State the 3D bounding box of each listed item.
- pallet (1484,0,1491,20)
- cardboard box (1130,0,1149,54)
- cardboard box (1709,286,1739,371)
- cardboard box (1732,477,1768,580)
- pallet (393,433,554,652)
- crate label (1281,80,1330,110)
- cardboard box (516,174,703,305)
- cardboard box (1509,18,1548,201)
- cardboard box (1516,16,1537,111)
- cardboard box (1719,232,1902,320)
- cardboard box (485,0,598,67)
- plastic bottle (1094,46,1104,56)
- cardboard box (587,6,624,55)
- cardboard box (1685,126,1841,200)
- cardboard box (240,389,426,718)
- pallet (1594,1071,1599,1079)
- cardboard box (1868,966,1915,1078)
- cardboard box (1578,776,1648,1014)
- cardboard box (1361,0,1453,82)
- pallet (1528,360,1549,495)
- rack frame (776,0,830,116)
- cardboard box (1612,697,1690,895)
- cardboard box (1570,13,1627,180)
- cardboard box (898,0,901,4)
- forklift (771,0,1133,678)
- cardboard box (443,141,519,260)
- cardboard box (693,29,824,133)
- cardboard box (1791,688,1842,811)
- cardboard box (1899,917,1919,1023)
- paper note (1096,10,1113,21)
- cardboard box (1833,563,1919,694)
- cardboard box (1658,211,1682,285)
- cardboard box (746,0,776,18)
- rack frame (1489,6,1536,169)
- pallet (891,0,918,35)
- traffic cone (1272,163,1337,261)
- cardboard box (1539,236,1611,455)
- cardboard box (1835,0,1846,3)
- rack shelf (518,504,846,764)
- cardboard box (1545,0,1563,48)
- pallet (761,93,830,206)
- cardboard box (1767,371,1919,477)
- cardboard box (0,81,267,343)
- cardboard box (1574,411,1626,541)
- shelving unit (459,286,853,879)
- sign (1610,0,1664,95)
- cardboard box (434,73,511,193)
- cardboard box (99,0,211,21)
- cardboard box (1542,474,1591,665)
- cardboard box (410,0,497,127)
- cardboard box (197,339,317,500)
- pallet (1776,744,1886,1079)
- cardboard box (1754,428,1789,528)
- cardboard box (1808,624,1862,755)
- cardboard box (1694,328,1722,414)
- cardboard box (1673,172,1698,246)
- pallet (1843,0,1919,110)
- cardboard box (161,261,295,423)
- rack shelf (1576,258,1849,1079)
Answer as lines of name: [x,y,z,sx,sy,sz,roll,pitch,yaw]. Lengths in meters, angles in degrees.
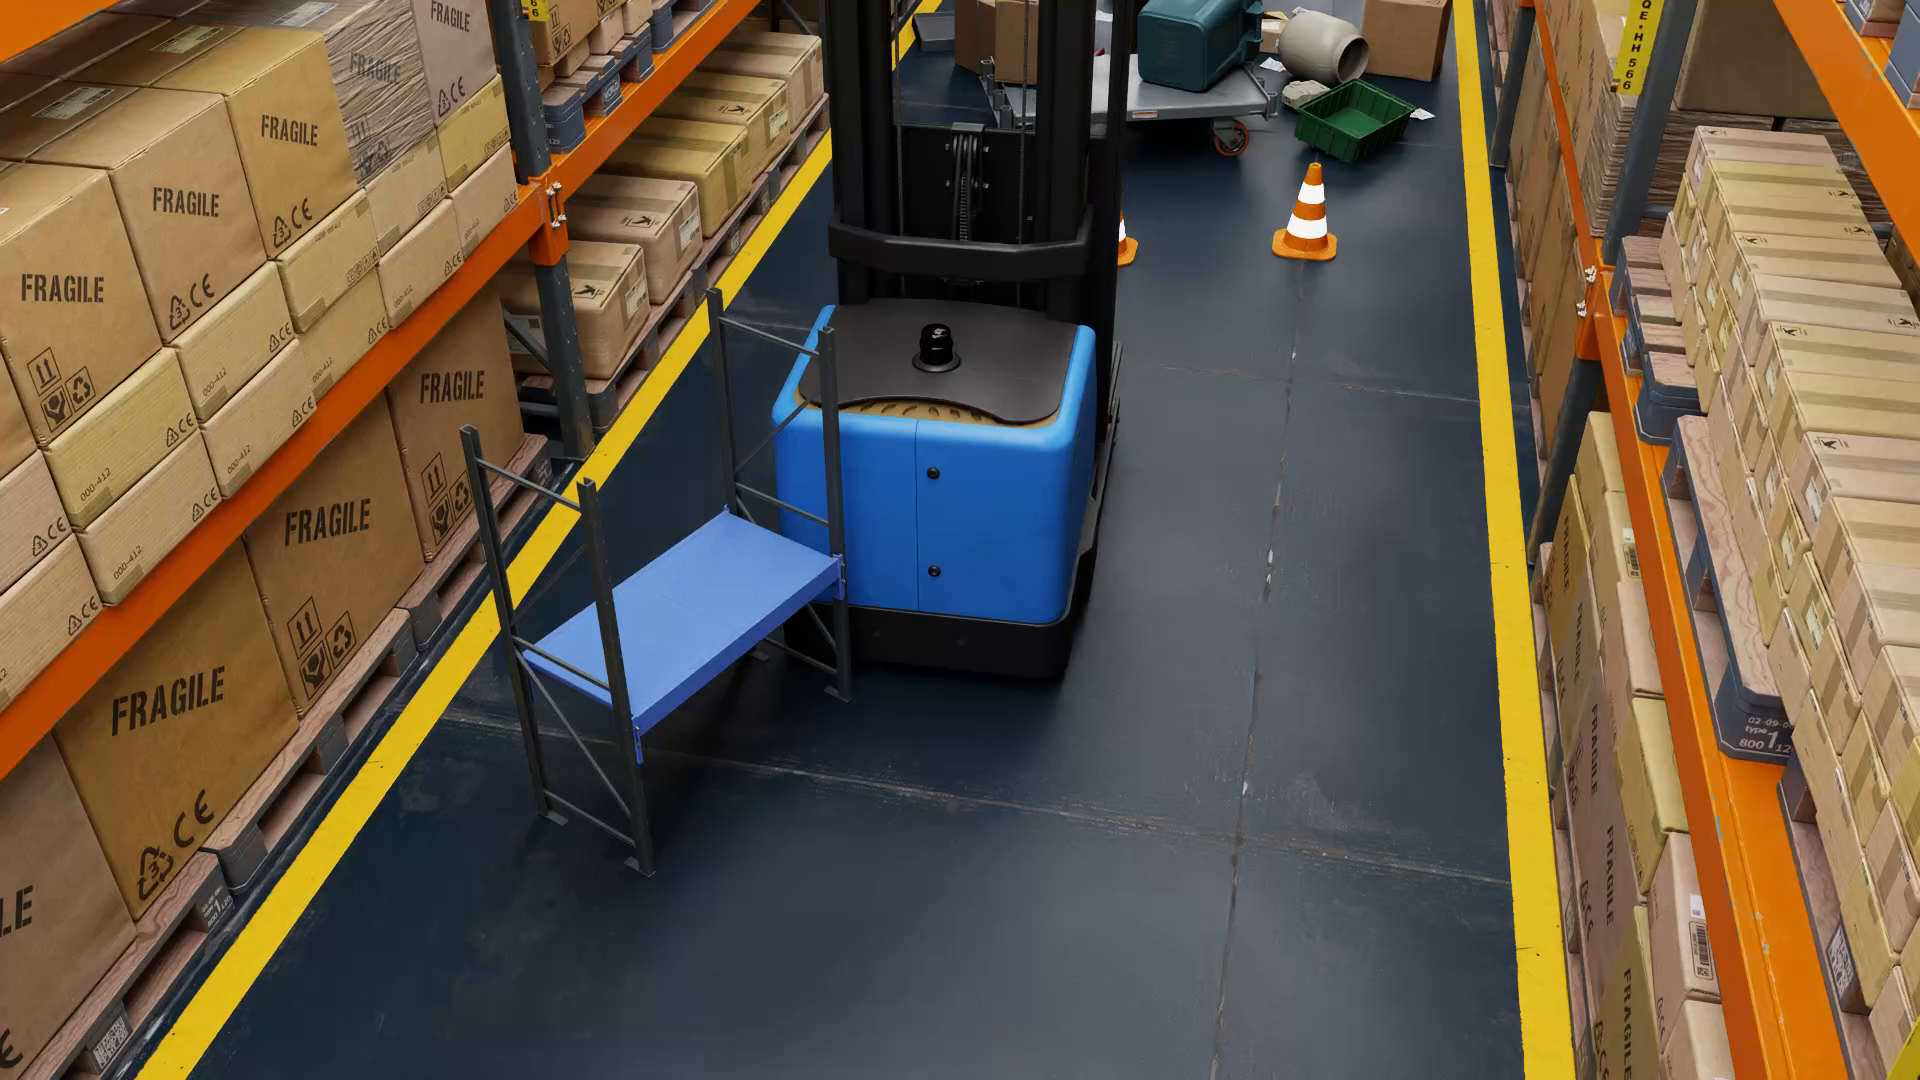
pallet: [4.371,-4.070,12.186,1.003,0.211,1.213,7,37,10]
cardboard box: [1.514,-3.412,10.914,0.797,0.637,0.503,7,37,10]
cardboard box: [2.294,-0.564,4.575,0.380,0.149,0.250,7,37,10]
cardboard box: [2.126,-0.009,4.062,0.380,0.149,0.250,6,36,8]
pallet: [-2.343,-0.072,6.669,1.003,0.211,1.213,7,37,10]
crate label: [2.188,-2.799,10.495,0.298,0.136,0.250,-17,39,-22]
cardboard box: [-1.821,-1.496,8.140,0.950,0.372,0.625,7,36,9]
cardboard box: [3.566,-2.266,8.880,1.050,0.750,0.750,7,37,10]
cardboard box: [3.814,-3.036,9.835,0.875,0.875,0.875,8,37,11]
cardboard box: [2.300,-0.703,4.513,0.380,0.149,0.250,6,36,8]
cardboard box: [-1.779,-2.203,6.537,0.500,0.500,0.500,6,36,9]
plastic bottle: [0.861,-3.252,11.184,0.133,0.061,0.283,14,38,18]
cardboard box: [-1.653,-2.184,7.063,0.380,0.149,0.250,5,36,7]
cardboard box: [2.468,-1.147,5.126,0.380,0.149,0.250,7,37,10]
cardboard box: [-2.524,-0.057,5.725,0.875,0.875,0.875,8,37,11]
pallet: [2.067,1.895,3.956,1.003,0.211,1.213,7,37,10]
cardboard box: [1.793,0.892,2.820,0.380,0.149,0.250,7,36,9]
cardboard box: [2.038,1.011,4.571,0.500,0.500,0.500,7,36,9]
cardboard box: [2.940,-3.382,10.988,0.500,0.500,0.500,14,38,18]
pallet: [2.998,-0.394,7.114,1.003,0.211,1.213,7,37,10]
rack frame: [-1.247,-3.937,9.626,1.000,3.000,0.127,7,37,10]
cardboard box: [2.036,0.694,4.369,0.500,0.250,0.500,6,36,8]
cardboard box: [2.698,-1.699,6.453,0.500,0.500,0.500,7,37,10]
cardboard box: [-0.643,-3.910,11.573,0.500,0.250,0.500,7,36,9]
forklift: [0.105,-1.551,6.393,1.130,2.935,3.031,6,36,8]
cardboard box: [-1.955,-1.260,6.061,0.500,0.250,0.500,6,36,8]
cardboard box: [-1.356,-2.742,9.858,0.950,0.372,0.625,8,37,11]
cardboard box: [1.957,0.456,3.421,0.380,0.149,0.250,6,36,8]
cardboard box: [1.794,0.771,2.733,0.380,0.149,0.250,8,37,11]
paper note: [1.023,-3.763,11.926,0.148,0.019,0.142,20,41,26]
cardboard box: [1.967,0.196,3.273,0.380,0.149,0.250,7,37,10]
cardboard box: [2.464,-0.918,5.317,0.380,0.149,0.250,7,36,9]
cardboard box: [-1.382,-3.670,10.604,0.500,0.500,0.500,7,36,9]
rack frame: [3.611,-3.374,8.849,1.000,3.000,0.127,7,37,10]
pallet: [-0.879,-3.899,11.949,1.003,0.211,1.213,7,37,10]
traffic cone: [1.849,-1.767,8.794,0.336,0.463,0.334,7,37,10]
cardboard box: [2.974,-0.678,6.688,1.050,0.750,0.750,7,36,9]
cardboard box: [2.173,-1.467,3.577,0.500,0.500,0.500,7,37,10]
rack shelf: [-0.888,0.276,5.398,0.538,0.185,1.000,22,41,28]
cardboard box: [3.019,-2.571,7.656,0.500,0.500,0.500,7,37,10]
pallet: [-1.411,-2.361,9.828,1.003,0.211,1.213,7,37,10]
cardboard box: [2.132,-0.253,3.893,0.380,0.149,0.250,7,36,9]
cardboard box: [-2.285,-0.891,4.486,0.500,0.500,0.500,7,36,9]
cardboard box: [2.373,-0.177,5.572,0.500,0.250,0.500,6,36,8]
shelving unit: [-0.888,0.130,5.292,0.538,1.500,1.048,22,41,28]
sign: [2.214,-1.617,5.439,0.100,0.325,0.005,7,37,10]
cardboard box: [-1.956,-1.476,5.932,0.500,0.250,0.500,7,37,10]
cardboard box: [-2.542,-1.551,5.397,0.500,0.500,0.500,7,37,10]
cardboard box: [2.356,0.135,5.780,0.500,0.500,0.500,6,36,8]
cardboard box: [-1.956,-1.760,5.684,0.500,0.500,0.500,6,36,9]
cardboard box: [-2.254,-0.383,4.850,0.500,0.250,0.500,7,36,9]
pallet: [2.207,0.870,3.157,1.003,0.211,1.213,7,37,10]
cardboard box: [2.130,-0.124,3.968,0.380,0.149,0.250,9,37,12]
cardboard box: [1.959,0.320,3.355,0.380,0.149,0.250,6,36,8]
cardboard box: [2.293,-0.455,4.677,0.380,0.149,0.250,9,37,12]
cardboard box: [2.457,-1.018,5.201,0.380,0.149,0.250,9,37,12]
pallet: [2.357,-0.862,2.987,1.213,0.211,1.003,7,37,10]
cardboard box: [-2.262,-0.587,4.706,0.500,0.250,0.500,6,36,9]
rack shelf: [2.329,0.357,4.314,1.077,0.370,4.000,7,37,10]
